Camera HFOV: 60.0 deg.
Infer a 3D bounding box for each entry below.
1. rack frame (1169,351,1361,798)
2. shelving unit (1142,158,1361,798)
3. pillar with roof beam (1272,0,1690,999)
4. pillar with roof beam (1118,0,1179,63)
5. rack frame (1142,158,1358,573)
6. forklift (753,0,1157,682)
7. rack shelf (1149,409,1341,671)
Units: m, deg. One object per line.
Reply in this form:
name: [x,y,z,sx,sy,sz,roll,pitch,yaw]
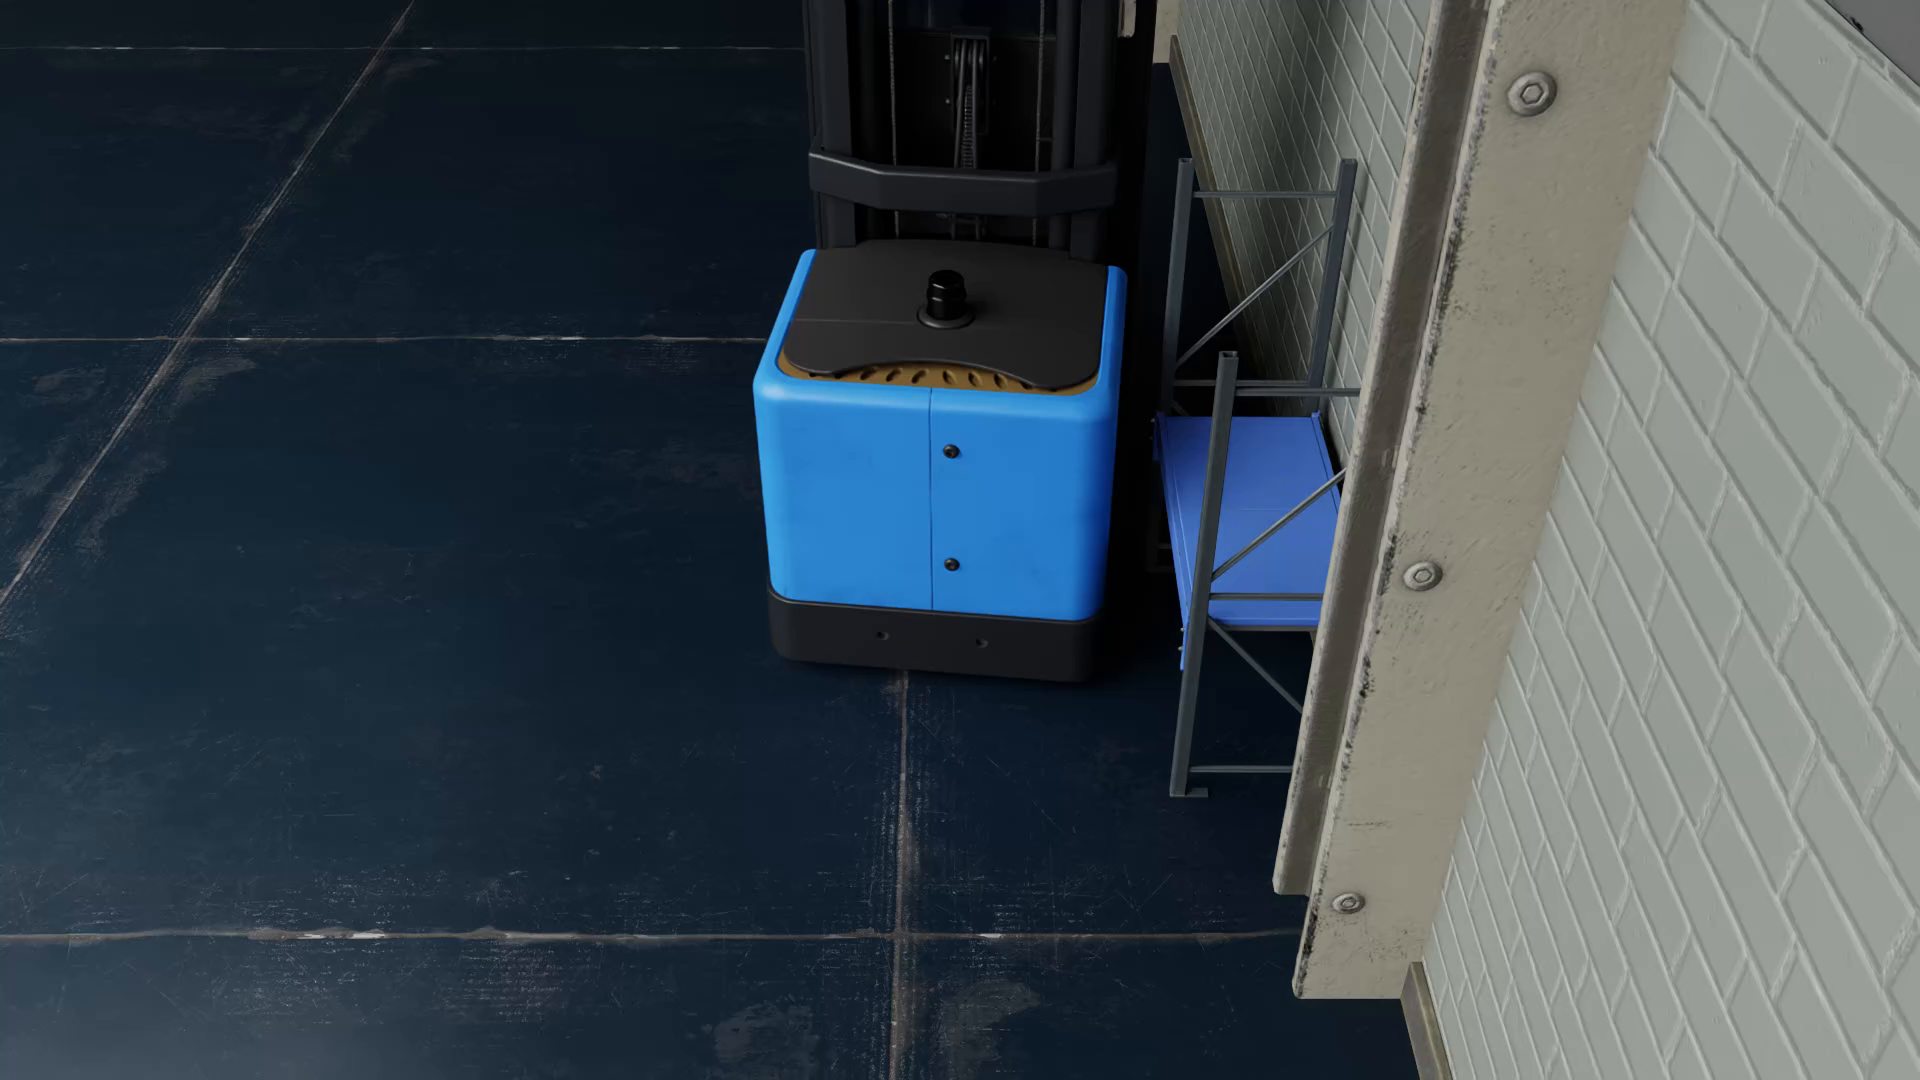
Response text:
rack frame: [0.859,0.152,4.360,0.500,1.500,0.032,0,39,0]
shelving unit: [0.864,-0.165,4.757,0.538,1.500,1.048,0,39,0]
pillar with roof beam: [-3.289,-2.454,1.616,9.100,9.000,0.400,0,39,0]
pillar with roof beam: [-3.296,-6.206,6.298,9.100,9.000,0.400,0,39,0]
rack frame: [0.868,-0.483,5.154,0.500,1.500,0.032,0,39,0]
forklift: [0.087,-1.623,5.431,1.130,2.935,3.031,4,39,5]
rack shelf: [0.864,-0.025,4.870,0.538,0.185,1.000,0,39,0]
